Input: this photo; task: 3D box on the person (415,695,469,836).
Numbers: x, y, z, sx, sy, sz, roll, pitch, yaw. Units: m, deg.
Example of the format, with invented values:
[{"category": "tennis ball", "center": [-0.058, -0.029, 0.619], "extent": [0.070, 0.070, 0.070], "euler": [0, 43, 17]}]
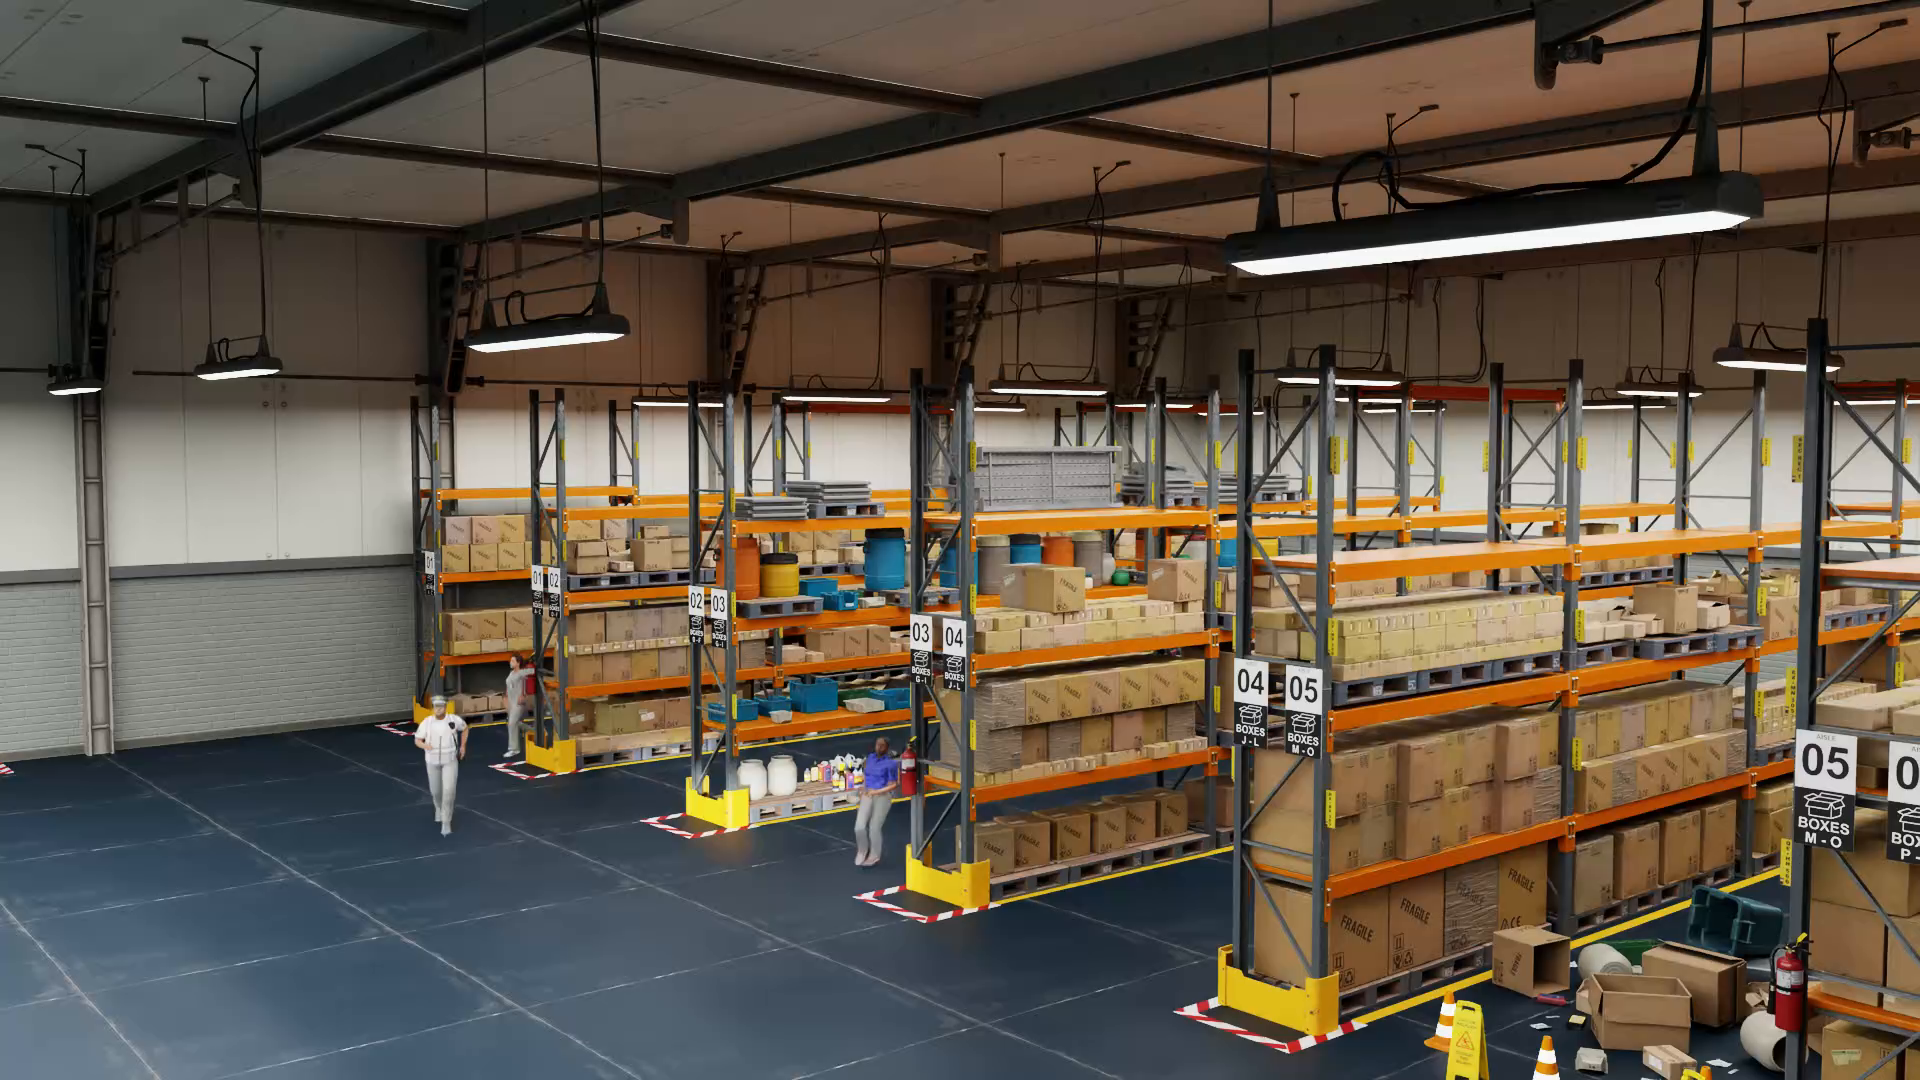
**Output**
[{"category": "person", "center": [-6.927, 2.970, 22.209], "extent": [0.669, 1.820, 0.932], "euler": [-1, 3, -10]}]

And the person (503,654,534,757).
[{"category": "person", "center": [-7.304, 2.726, 27.621], "extent": [0.601, 1.681, 0.774], "euler": [3, 5, 43]}]

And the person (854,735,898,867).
[{"category": "person", "center": [-1.017, 3.173, 20.126], "extent": [0.588, 1.635, 0.585], "euler": [1, 4, 24]}]
